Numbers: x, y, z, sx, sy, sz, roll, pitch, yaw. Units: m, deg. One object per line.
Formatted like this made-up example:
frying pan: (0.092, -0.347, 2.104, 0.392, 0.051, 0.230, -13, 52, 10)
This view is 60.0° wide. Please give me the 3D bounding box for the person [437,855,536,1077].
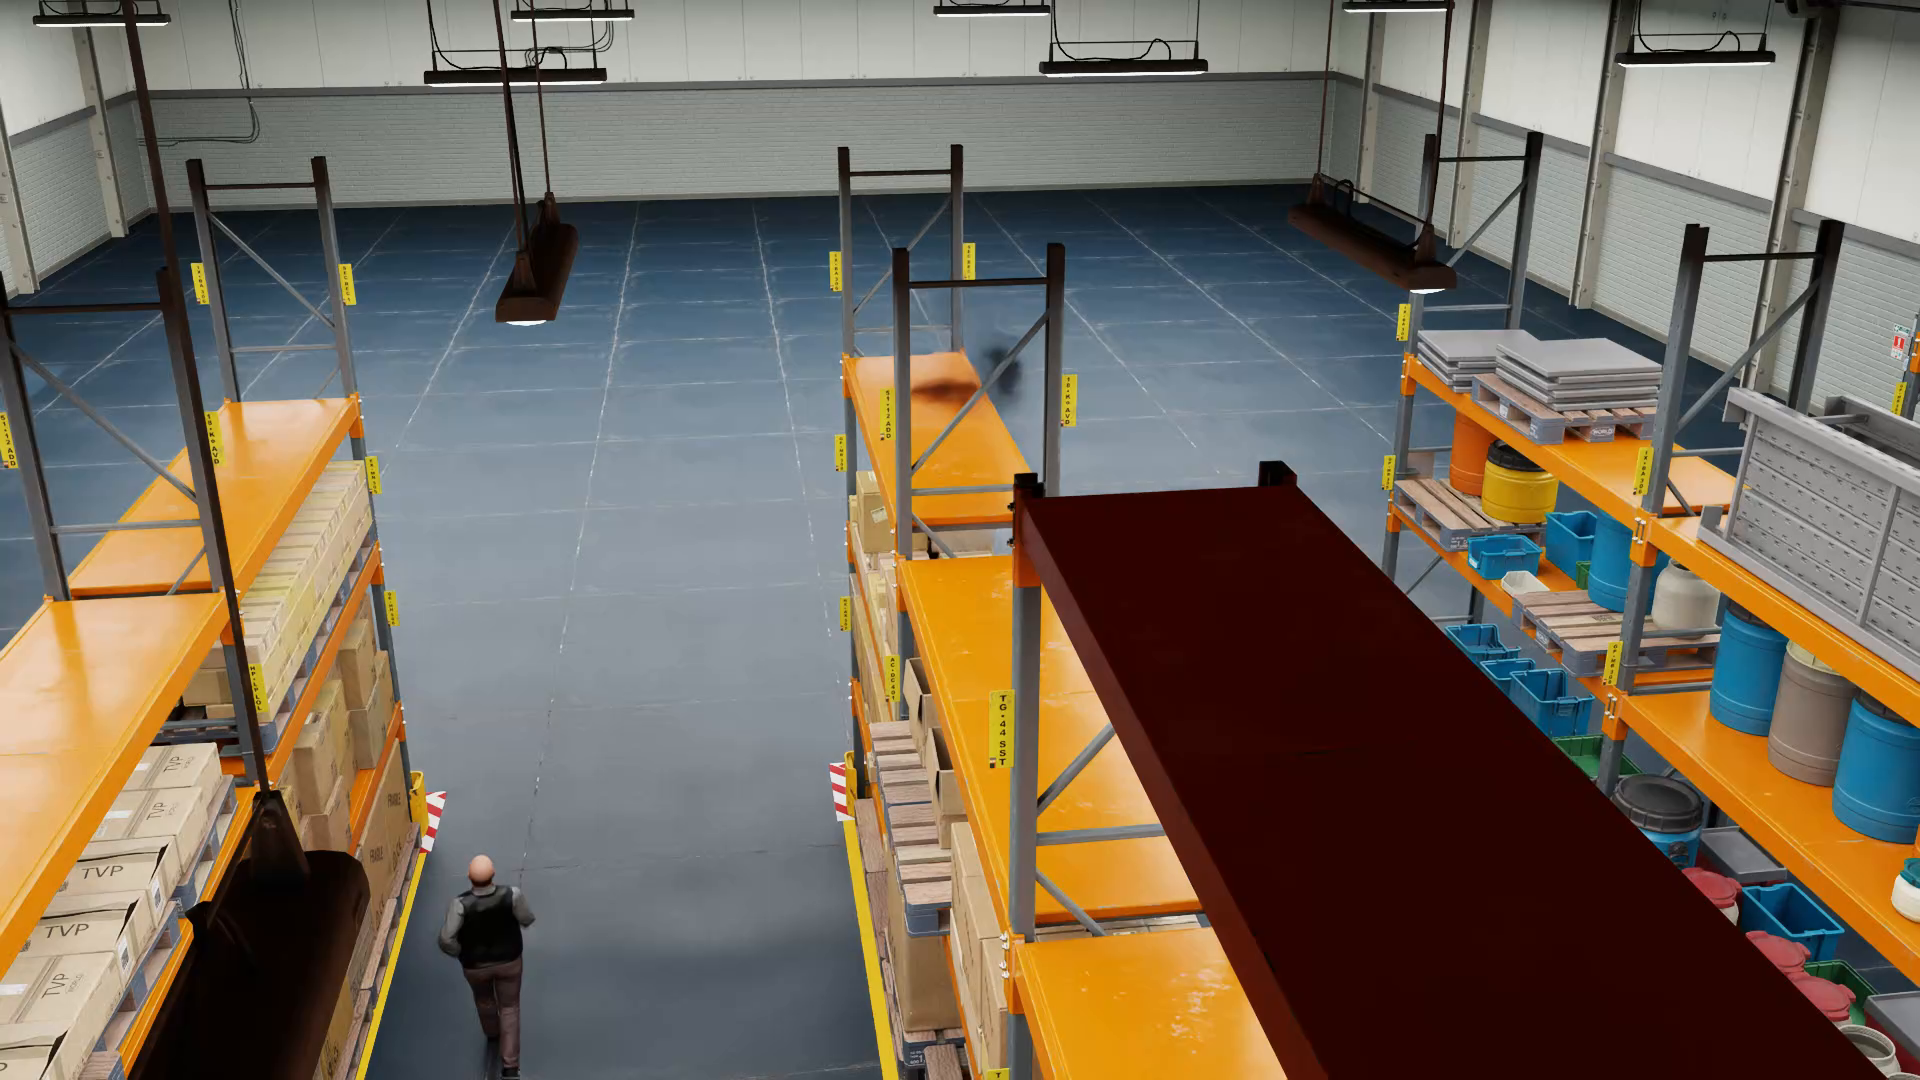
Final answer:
person: (-3.301, 2.973, 11.730, 0.657, 1.724, 0.950, -6, 22, -15)
